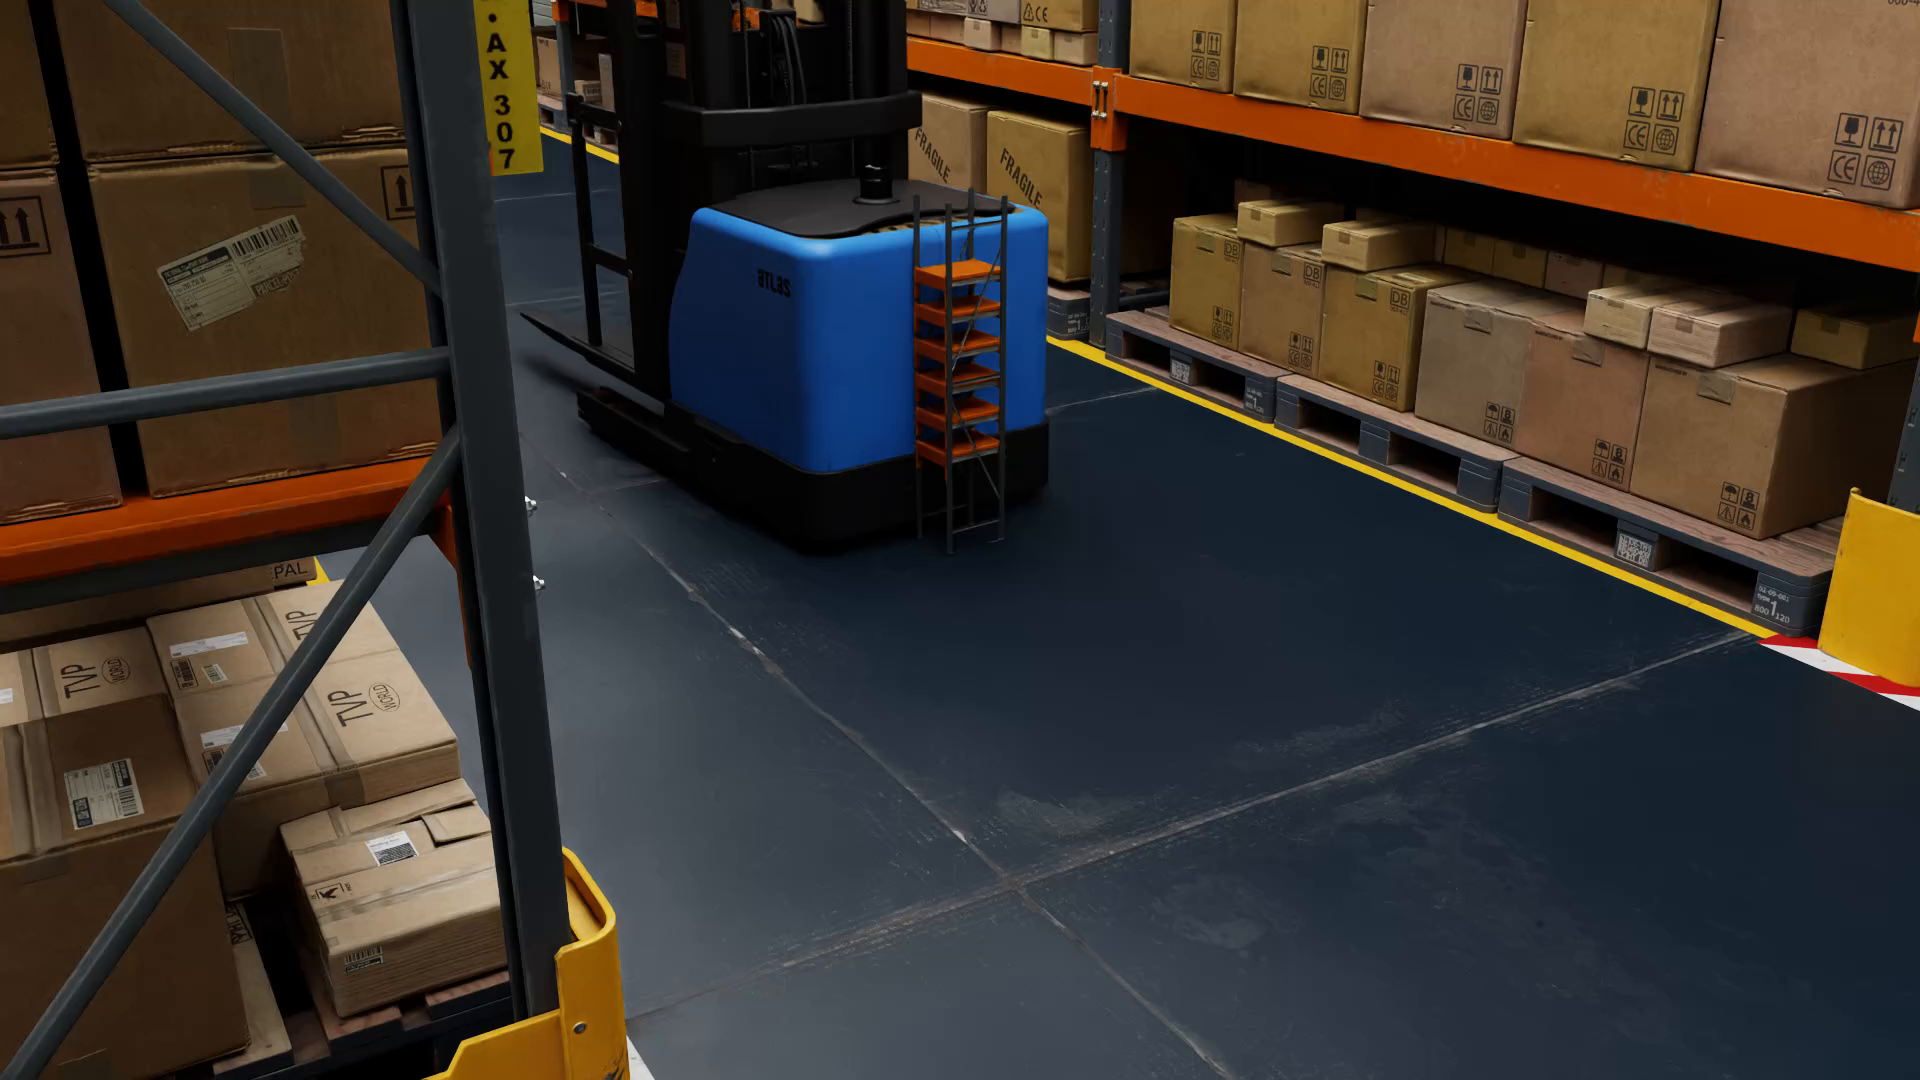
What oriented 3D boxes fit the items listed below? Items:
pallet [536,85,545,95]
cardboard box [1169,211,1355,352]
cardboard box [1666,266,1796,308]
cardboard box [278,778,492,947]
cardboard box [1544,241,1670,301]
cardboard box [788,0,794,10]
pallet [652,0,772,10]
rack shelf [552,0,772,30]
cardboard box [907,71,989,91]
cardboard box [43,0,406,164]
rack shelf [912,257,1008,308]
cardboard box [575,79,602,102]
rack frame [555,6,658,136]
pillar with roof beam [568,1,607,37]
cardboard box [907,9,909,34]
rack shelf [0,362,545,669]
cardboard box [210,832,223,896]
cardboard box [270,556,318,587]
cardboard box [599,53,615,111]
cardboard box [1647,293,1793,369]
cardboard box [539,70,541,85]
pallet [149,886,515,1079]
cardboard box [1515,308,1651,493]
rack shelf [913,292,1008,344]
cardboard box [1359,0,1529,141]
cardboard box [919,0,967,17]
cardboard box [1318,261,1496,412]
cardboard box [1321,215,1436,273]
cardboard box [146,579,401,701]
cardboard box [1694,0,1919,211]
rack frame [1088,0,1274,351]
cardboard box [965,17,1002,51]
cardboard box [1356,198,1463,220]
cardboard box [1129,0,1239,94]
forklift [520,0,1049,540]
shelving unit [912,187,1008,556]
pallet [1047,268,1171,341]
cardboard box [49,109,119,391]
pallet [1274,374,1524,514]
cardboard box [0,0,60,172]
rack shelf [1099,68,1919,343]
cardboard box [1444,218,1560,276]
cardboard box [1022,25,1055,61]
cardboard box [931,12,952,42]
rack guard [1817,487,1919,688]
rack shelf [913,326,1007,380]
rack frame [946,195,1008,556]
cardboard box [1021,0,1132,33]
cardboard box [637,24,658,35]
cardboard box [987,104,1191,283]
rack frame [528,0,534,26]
[{"bbox_3d":[-3.995,-4.330,16.184,1.003,0.211,1.213,-13,25,-28],"label":"pallet"},{"bbox_3d":[1.386,-1.201,7.544,0.700,0.500,0.500,-12,25,-28],"label":"cardboard box"},{"bbox_3d":[2.668,-0.838,5.789,0.380,0.149,0.250,-13,25,-28],"label":"cardboard box"},{"bbox_3d":[-1.167,0.649,3.410,0.380,0.166,0.250,-13,25,-28],"label":"cardboard box"},{"bbox_3d":[2.410,-1.001,6.191,0.380,0.149,0.250,-12,25,-27],"label":"cardboard box"},{"bbox_3d":[-0.861,-3.379,10.449,0.380,0.149,0.250,-12,25,-28],"label":"cardboard box"},{"bbox_3d":[-1.406,-3.842,11.536,1.213,0.211,1.003,-13,25,-28],"label":"pallet"},{"bbox_3d":[-1.973,-4.035,12.711,1.077,0.370,4.000,-13,25,-28],"label":"rack shelf"},{"bbox_3d":[-0.246,-2.372,9.960,0.750,0.750,0.750,-13,25,-28],"label":"cardboard box"},{"bbox_3d":[-1.121,-0.881,2.535,0.500,0.500,0.500,-12,25,-27],"label":"cardboard box"},{"bbox_3d":[0.001,-0.849,5.469,0.258,0.103,0.180,-15,27,-33],"label":"rack shelf"},{"bbox_3d":[-3.293,-4.074,15.031,0.380,0.166,0.250,-17,27,-35],"label":"cardboard box"},{"bbox_3d":[-2.994,-5.016,14.168,1.000,3.000,0.127,-13,25,-28],"label":"rack frame"},{"bbox_3d":[-7.637,-8.202,14.039,9.100,9.000,0.400,-13,25,-28],"label":"pillar with roof beam"},{"bbox_3d":[-0.189,-2.968,9.438,0.380,0.149,0.250,-12,25,-28],"label":"cardboard box"},{"bbox_3d":[-2.143,-0.491,3.992,1.077,0.370,4.000,-13,25,-28],"label":"rack shelf"},{"bbox_3d":[-1.740,0.654,3.396,0.380,0.166,0.250,-13,25,-28],"label":"cardboard box"},{"bbox_3d":[-2.246,-0.058,4.956,0.500,0.311,0.500,-13,25,-28],"label":"cardboard box"},{"bbox_3d":[-2.604,-3.827,13.978,0.700,0.500,0.500,-12,25,-26],"label":"cardboard box"},{"bbox_3d":[2.470,-0.682,5.407,0.380,0.149,0.250,-13,25,-29],"label":"cardboard box"},{"bbox_3d":[-3.794,-4.421,15.905,0.380,0.149,0.250,-15,26,-32],"label":"cardboard box"},{"bbox_3d":[-1.568,0.832,3.484,1.003,0.211,1.213,-13,25,-28],"label":"pallet"},{"bbox_3d":[2.436,-0.537,5.911,0.700,0.500,0.500,-13,25,-28],"label":"cardboard box"},{"bbox_3d":[0.001,-0.738,5.514,0.258,0.103,0.180,-15,27,-33],"label":"rack shelf"},{"bbox_3d":[2.104,-1.915,6.142,0.980,0.700,0.700,-14,26,-31],"label":"cardboard box"},{"bbox_3d":[0.121,-3.048,8.772,0.500,0.500,0.500,-13,25,-28],"label":"cardboard box"},{"bbox_3d":[1.900,-0.871,6.733,0.700,0.500,0.500,-12,25,-27],"label":"cardboard box"},{"bbox_3d":[1.671,-1.187,6.647,0.380,0.149,0.250,-13,26,-30],"label":"cardboard box"},{"bbox_3d":[-1.666,0.338,4.063,0.500,0.250,0.500,-13,25,-28],"label":"cardboard box"},{"bbox_3d":[2.867,-1.433,4.956,0.980,0.700,0.700,-11,25,-26],"label":"cardboard box"},{"bbox_3d":[1.092,-2.426,7.797,1.000,3.000,0.127,-13,25,-28],"label":"rack frame"},{"bbox_3d":[0.248,-2.618,8.576,0.380,0.149,0.250,-13,25,-28],"label":"cardboard box"},{"bbox_3d":[1.889,-1.331,7.003,0.380,0.149,0.250,-14,26,-30],"label":"cardboard box"},{"bbox_3d":[1.355,-2.386,7.301,0.980,0.700,0.700,-12,25,-27],"label":"cardboard box"},{"bbox_3d":[-0.939,-1.852,6.476,1.130,2.935,3.031,-15,27,-33],"label":"forklift"},{"bbox_3d":[0.001,-0.557,5.588,0.258,1.200,0.189,-15,27,-33],"label":"shelving unit"},{"bbox_3d":[0.633,-1.370,8.901,1.003,0.211,1.213,-13,25,-28],"label":"pallet"},{"bbox_3d":[-1.389,-0.584,3.132,0.500,0.500,0.500,-13,25,-29],"label":"cardboard box"},{"bbox_3d":[2.041,-0.478,6.707,1.003,0.211,1.213,-13,25,-28],"label":"pallet"},{"bbox_3d":[-1.585,-0.778,2.281,0.500,0.500,0.500,-13,25,-29],"label":"cardboard box"},{"bbox_3d":[2.114,-1.445,6.339,1.077,0.370,4.000,-13,25,-28],"label":"rack shelf"},{"bbox_3d":[2.150,-1.166,6.597,0.380,0.149,0.250,-13,26,-29],"label":"cardboard box"},{"bbox_3d":[0.527,-2.451,8.165,0.380,0.149,0.250,-12,25,-27],"label":"cardboard box"},{"bbox_3d":[0.065,-2.794,9.008,0.380,0.149,0.250,-13,26,-30],"label":"cardboard box"},{"bbox_3d":[3.148,0.034,5.063,1.175,0.500,0.348,-13,25,-28],"label":"rack guard"},{"bbox_3d":[0.001,-0.627,5.559,0.258,0.103,0.180,-15,27,-33],"label":"rack shelf"},{"bbox_3d":[0.054,-0.529,5.519,0.240,1.200,0.006,-15,27,-33],"label":"rack frame"},{"bbox_3d":[0.640,-2.720,7.967,0.500,0.500,0.500,-13,26,-29],"label":"cardboard box"},{"bbox_3d":[-2.376,-4.032,13.487,0.500,0.250,0.500,-13,26,-29],"label":"cardboard box"},{"bbox_3d":[0.649,-1.810,8.579,0.750,0.750,0.750,-12,25,-28],"label":"cardboard box"},{"bbox_3d":[-5.037,-6.311,17.354,1.000,3.000,0.127,-13,25,-28],"label":"rack frame"}]
